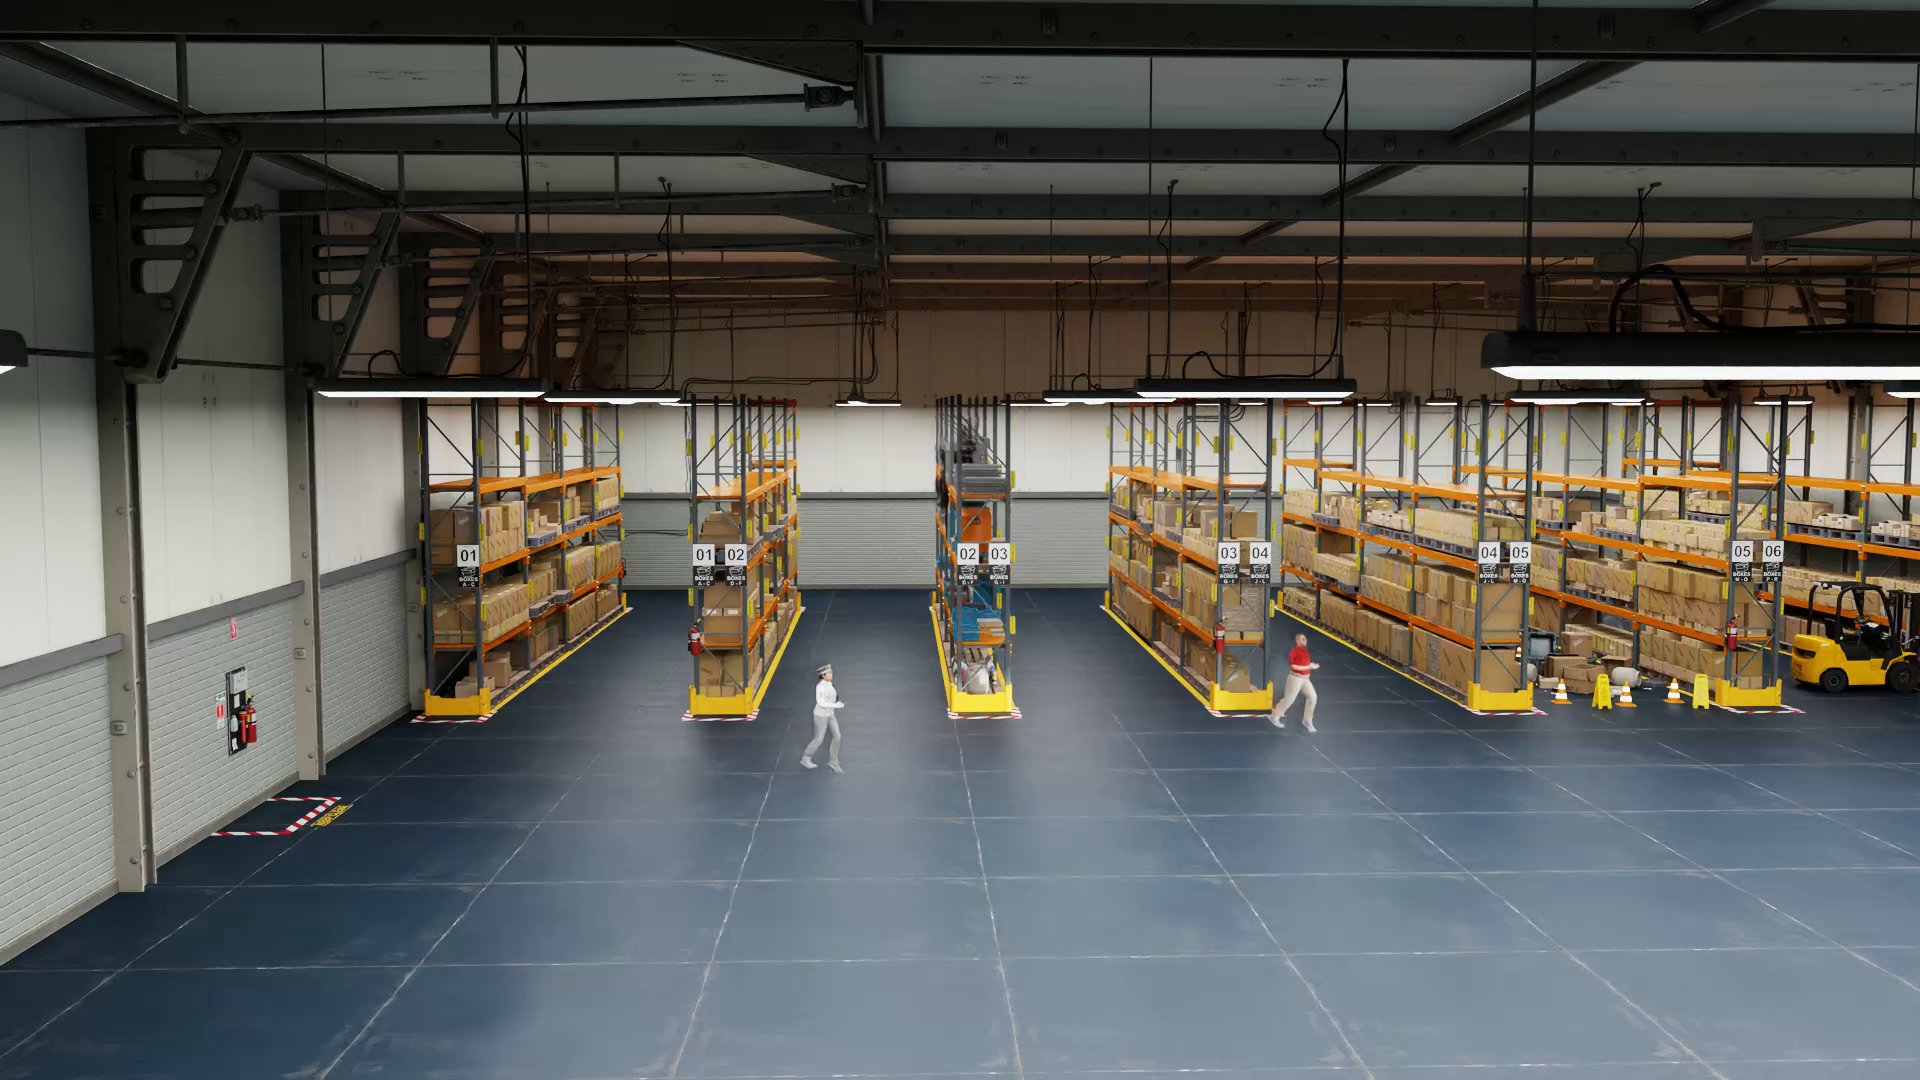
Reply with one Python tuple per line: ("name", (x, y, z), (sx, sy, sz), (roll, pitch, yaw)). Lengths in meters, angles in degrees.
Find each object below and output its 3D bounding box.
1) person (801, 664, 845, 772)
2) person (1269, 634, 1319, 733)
("person", (-2.145, 2.829, 26.234), (0.739, 1.770, 0.631), (1, 5, 18))
("person", (5.996, 2.544, 29.615), (0.924, 1.788, 0.672), (4, 6, 41))
